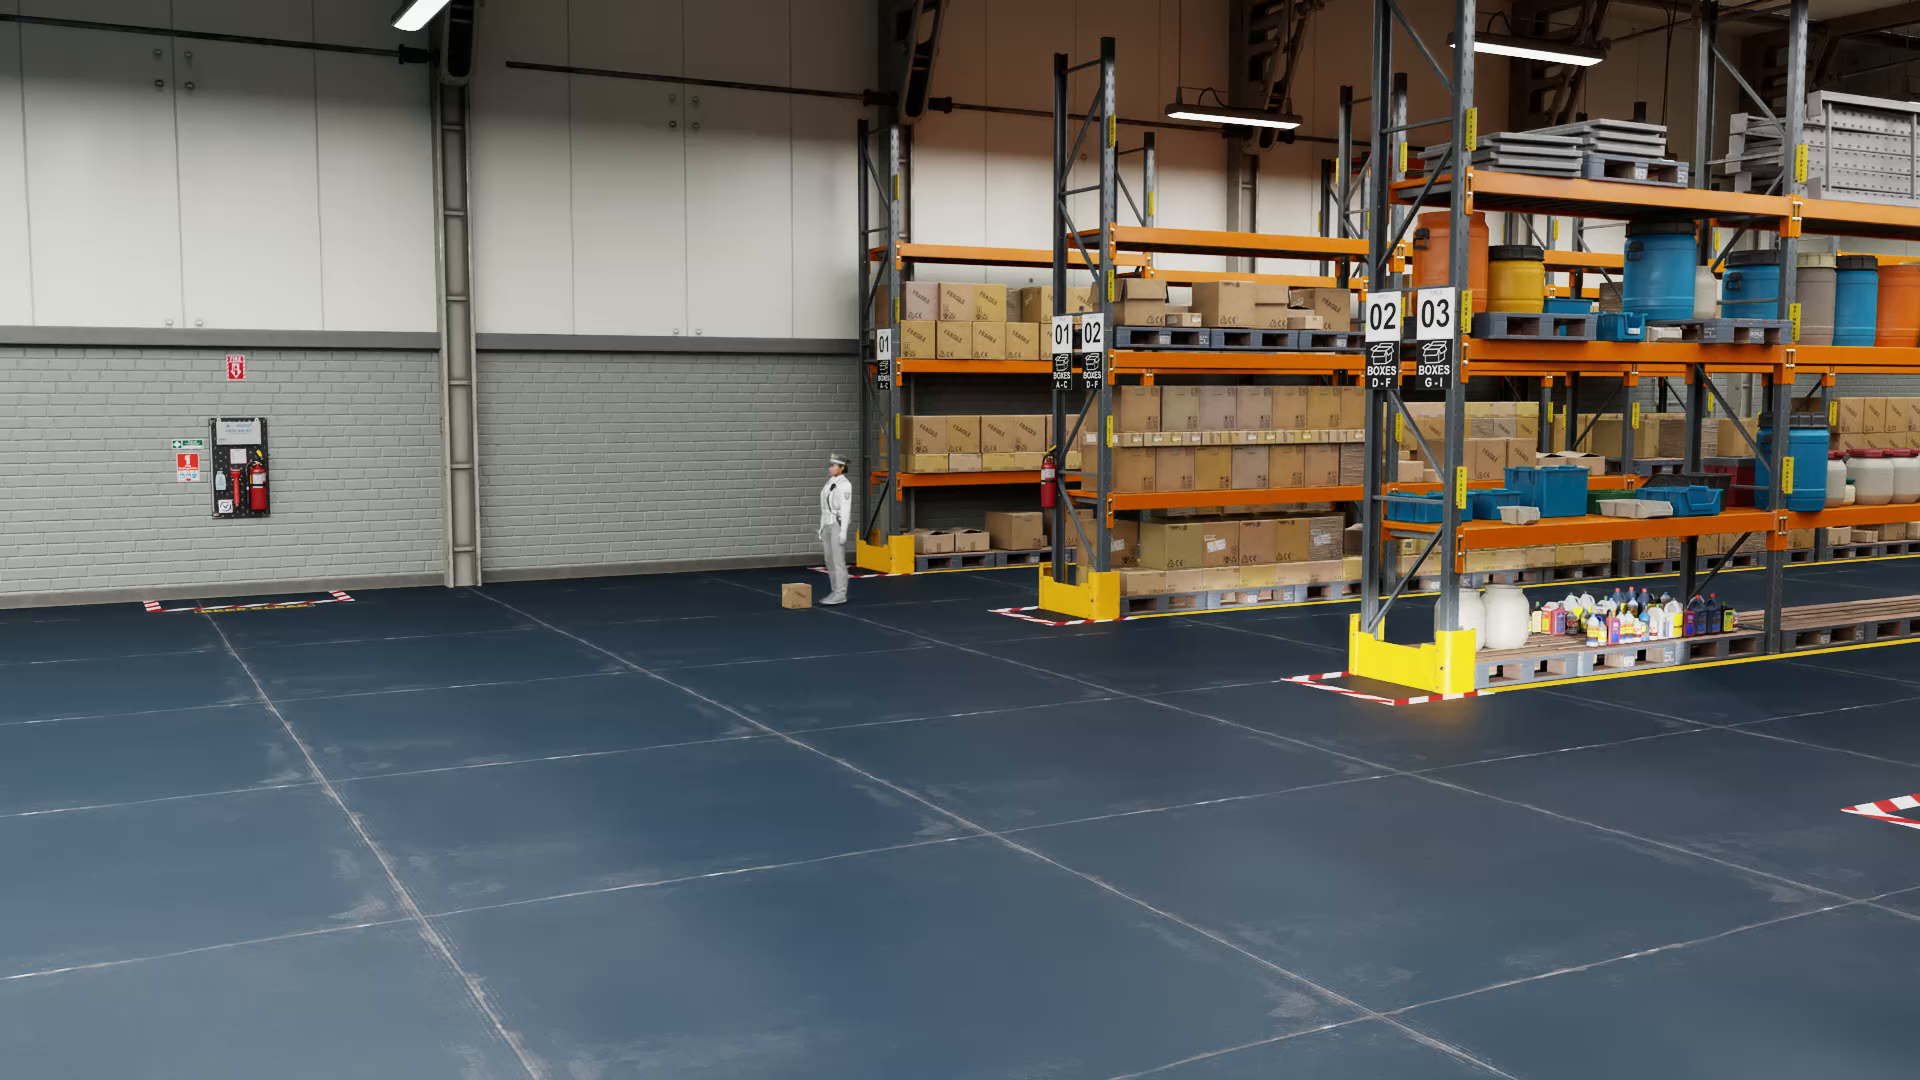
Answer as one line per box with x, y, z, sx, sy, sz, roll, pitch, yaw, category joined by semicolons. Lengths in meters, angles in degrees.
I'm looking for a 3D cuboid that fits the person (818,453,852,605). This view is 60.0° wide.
-1.399;-0.121;18.640;0.363;1.719;0.511;-3;6;-29;person
